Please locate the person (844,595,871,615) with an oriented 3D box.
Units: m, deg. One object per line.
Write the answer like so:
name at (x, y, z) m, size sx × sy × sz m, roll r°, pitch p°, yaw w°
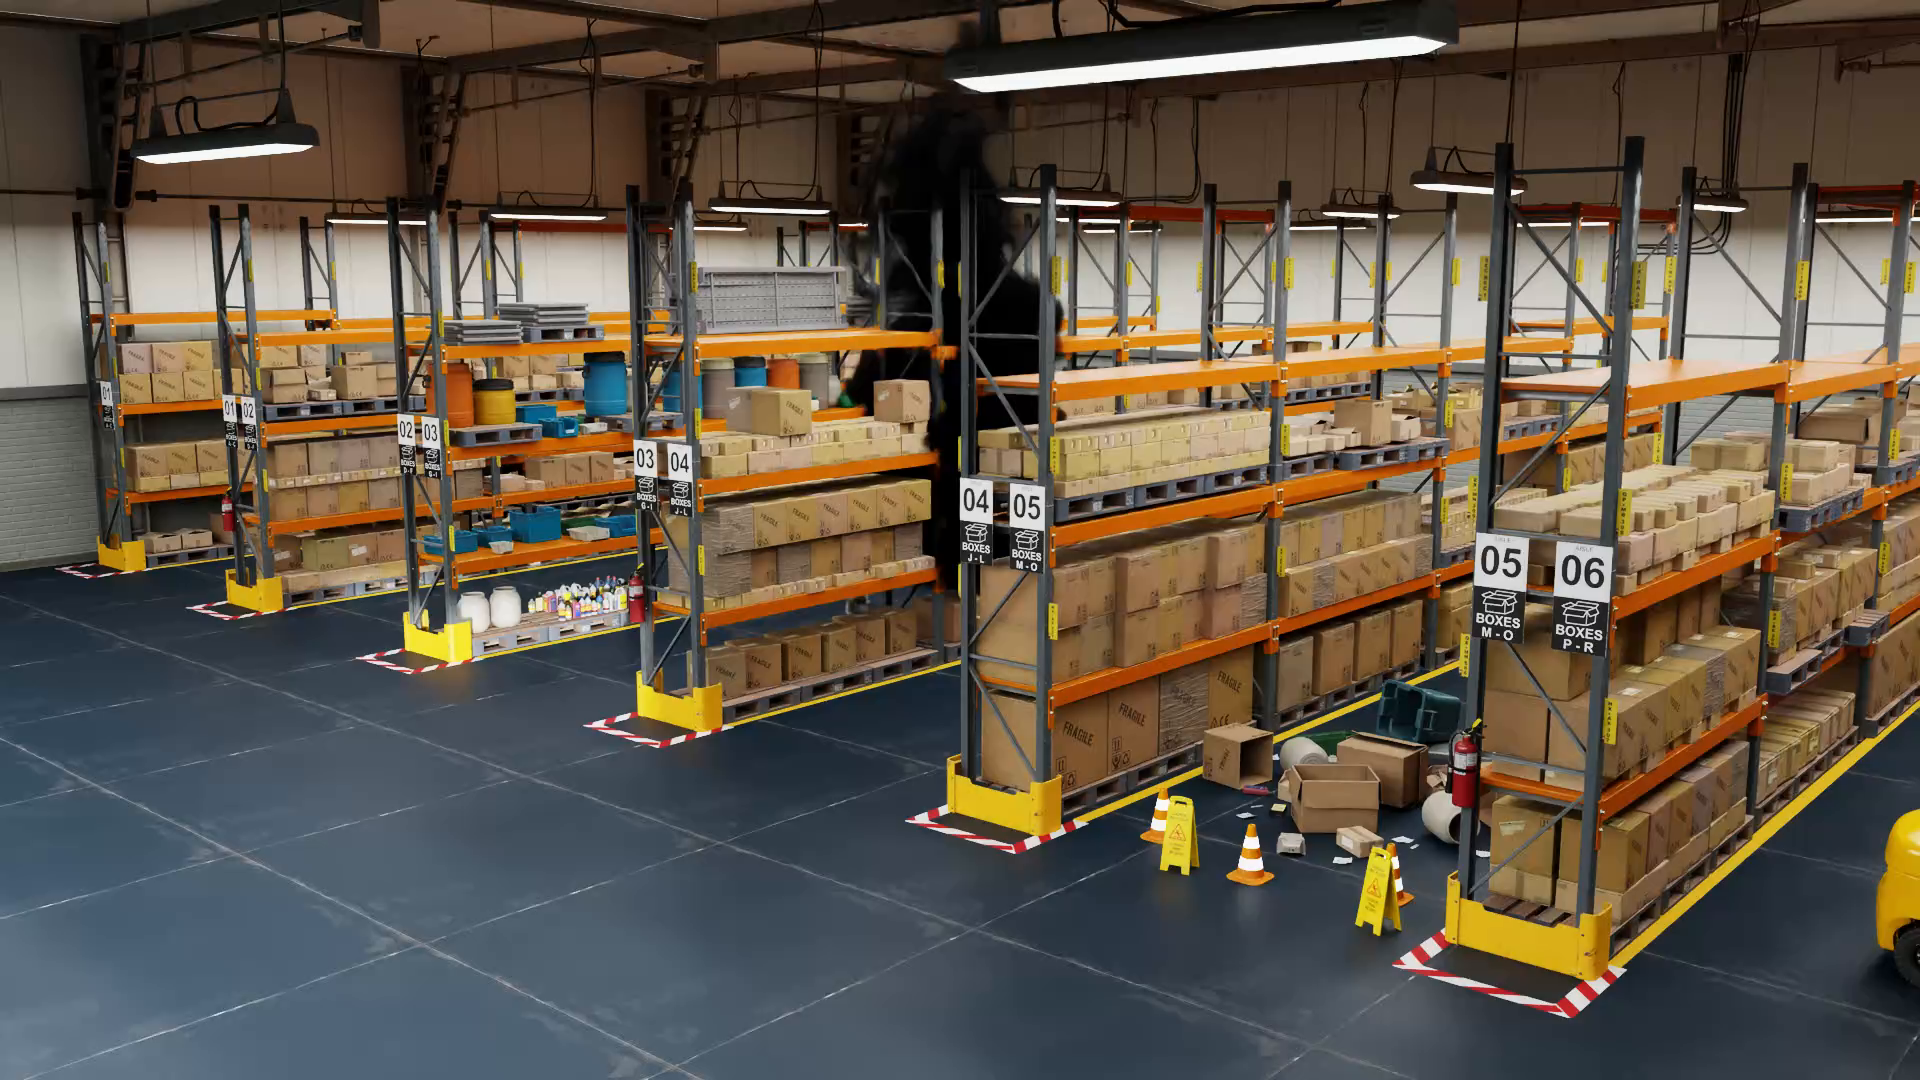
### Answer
person at (-1.518, 0.379, 23.602) m, size 0.636 × 1.770 × 0.935 m, roll 6°, pitch 11°, yaw 30°
